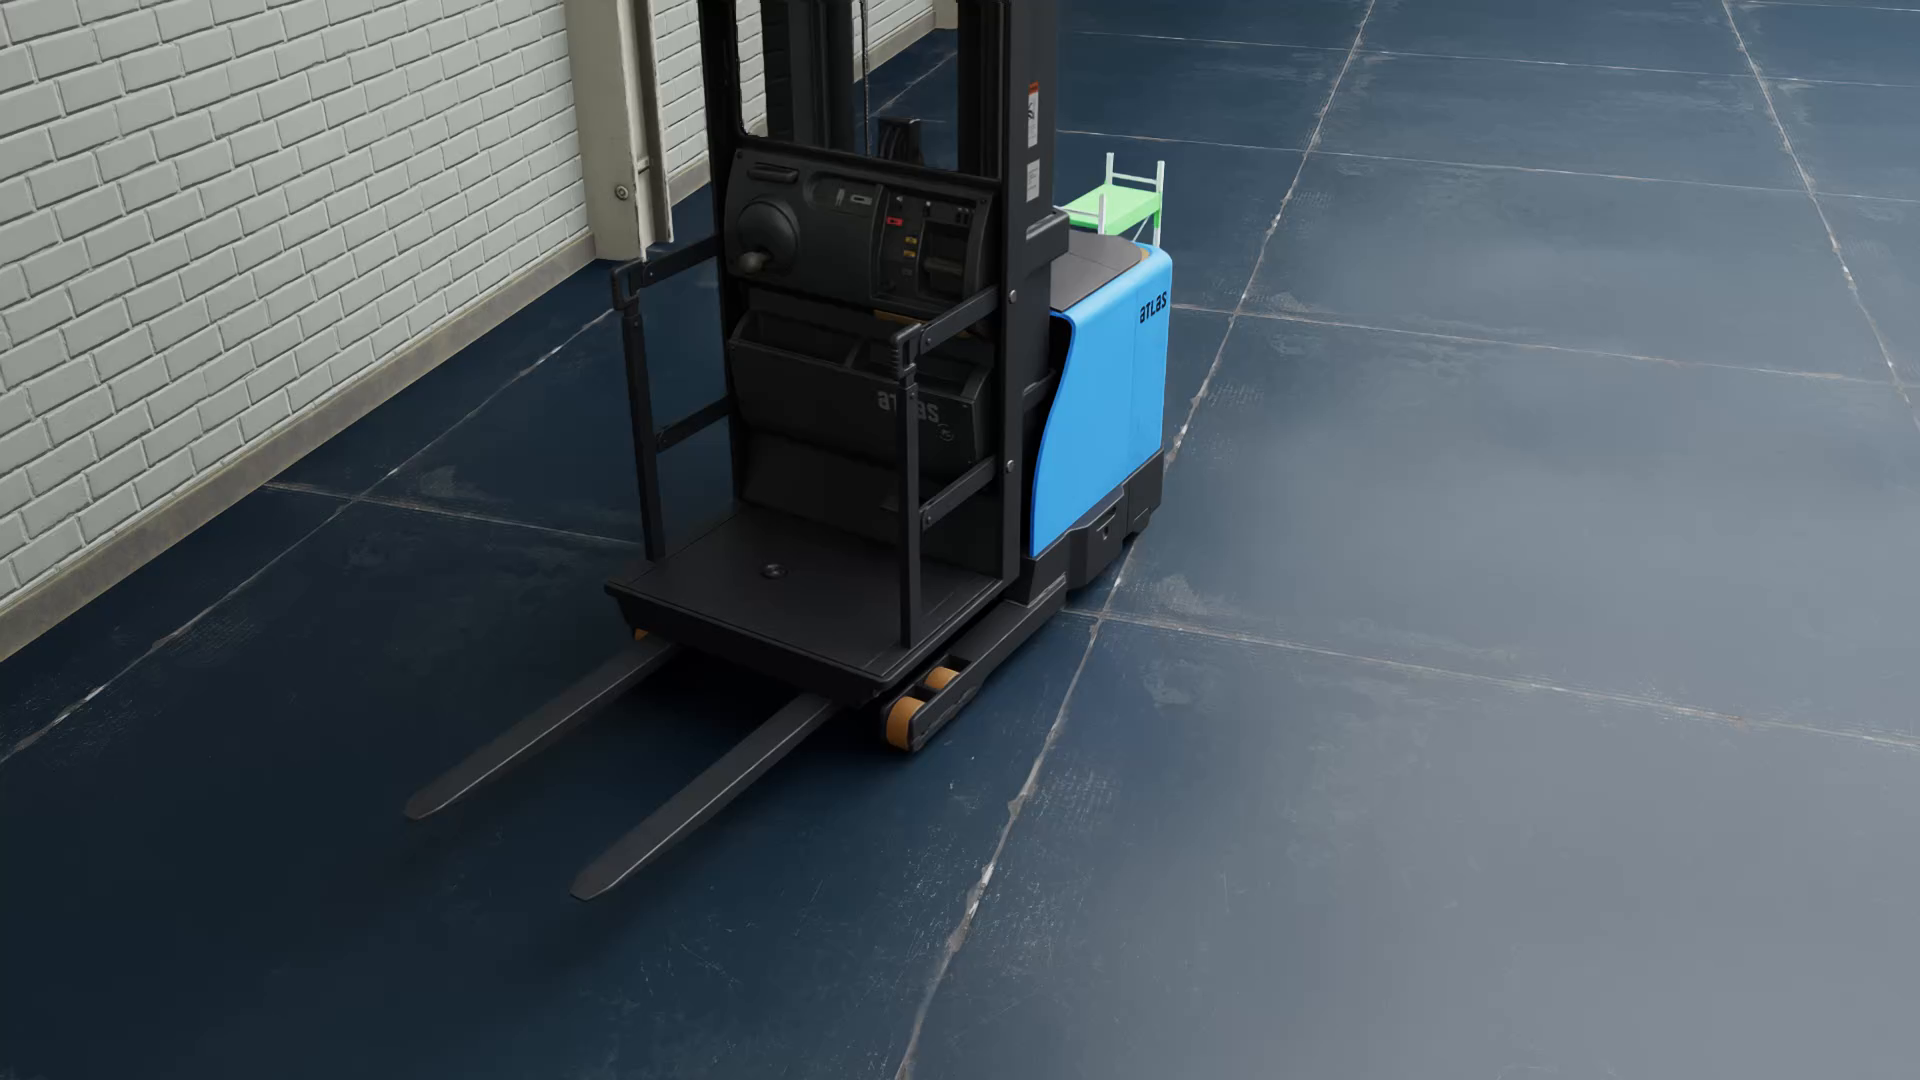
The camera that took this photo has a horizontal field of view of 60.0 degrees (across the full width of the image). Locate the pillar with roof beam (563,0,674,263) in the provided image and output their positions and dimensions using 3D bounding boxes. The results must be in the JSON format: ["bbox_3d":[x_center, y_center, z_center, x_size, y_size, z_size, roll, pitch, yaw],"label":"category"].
[{"bbox_3d":[2.321,-4.918,5.834,9.100,9.000,0.400,8,30,15],"label":"pillar with roof beam"}]

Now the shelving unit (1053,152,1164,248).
[{"bbox_3d":[0.552,-0.858,6.559,0.258,1.200,0.503,17,33,27],"label":"shelving unit"}]

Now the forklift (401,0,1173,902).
[{"bbox_3d":[-0.429,-0.893,4.840,1.130,2.935,3.031,17,33,27],"label":"forklift"}]

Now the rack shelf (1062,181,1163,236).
[{"bbox_3d":[0.552,-1.222,6.357,0.258,0.148,0.480,17,33,27],"label":"rack shelf"}]

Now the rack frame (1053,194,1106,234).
[{"bbox_3d":[0.425,-0.757,6.377,0.240,1.200,0.015,17,33,27],"label":"rack frame"}]

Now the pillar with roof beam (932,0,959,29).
[{"bbox_3d":[4.082,-7.706,10.847,9.100,9.000,0.400,8,30,15],"label":"pillar with roof beam"}]

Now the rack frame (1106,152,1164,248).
[{"bbox_3d":[0.680,-0.960,6.741,0.240,1.200,0.015,17,33,27],"label":"rack frame"}]
